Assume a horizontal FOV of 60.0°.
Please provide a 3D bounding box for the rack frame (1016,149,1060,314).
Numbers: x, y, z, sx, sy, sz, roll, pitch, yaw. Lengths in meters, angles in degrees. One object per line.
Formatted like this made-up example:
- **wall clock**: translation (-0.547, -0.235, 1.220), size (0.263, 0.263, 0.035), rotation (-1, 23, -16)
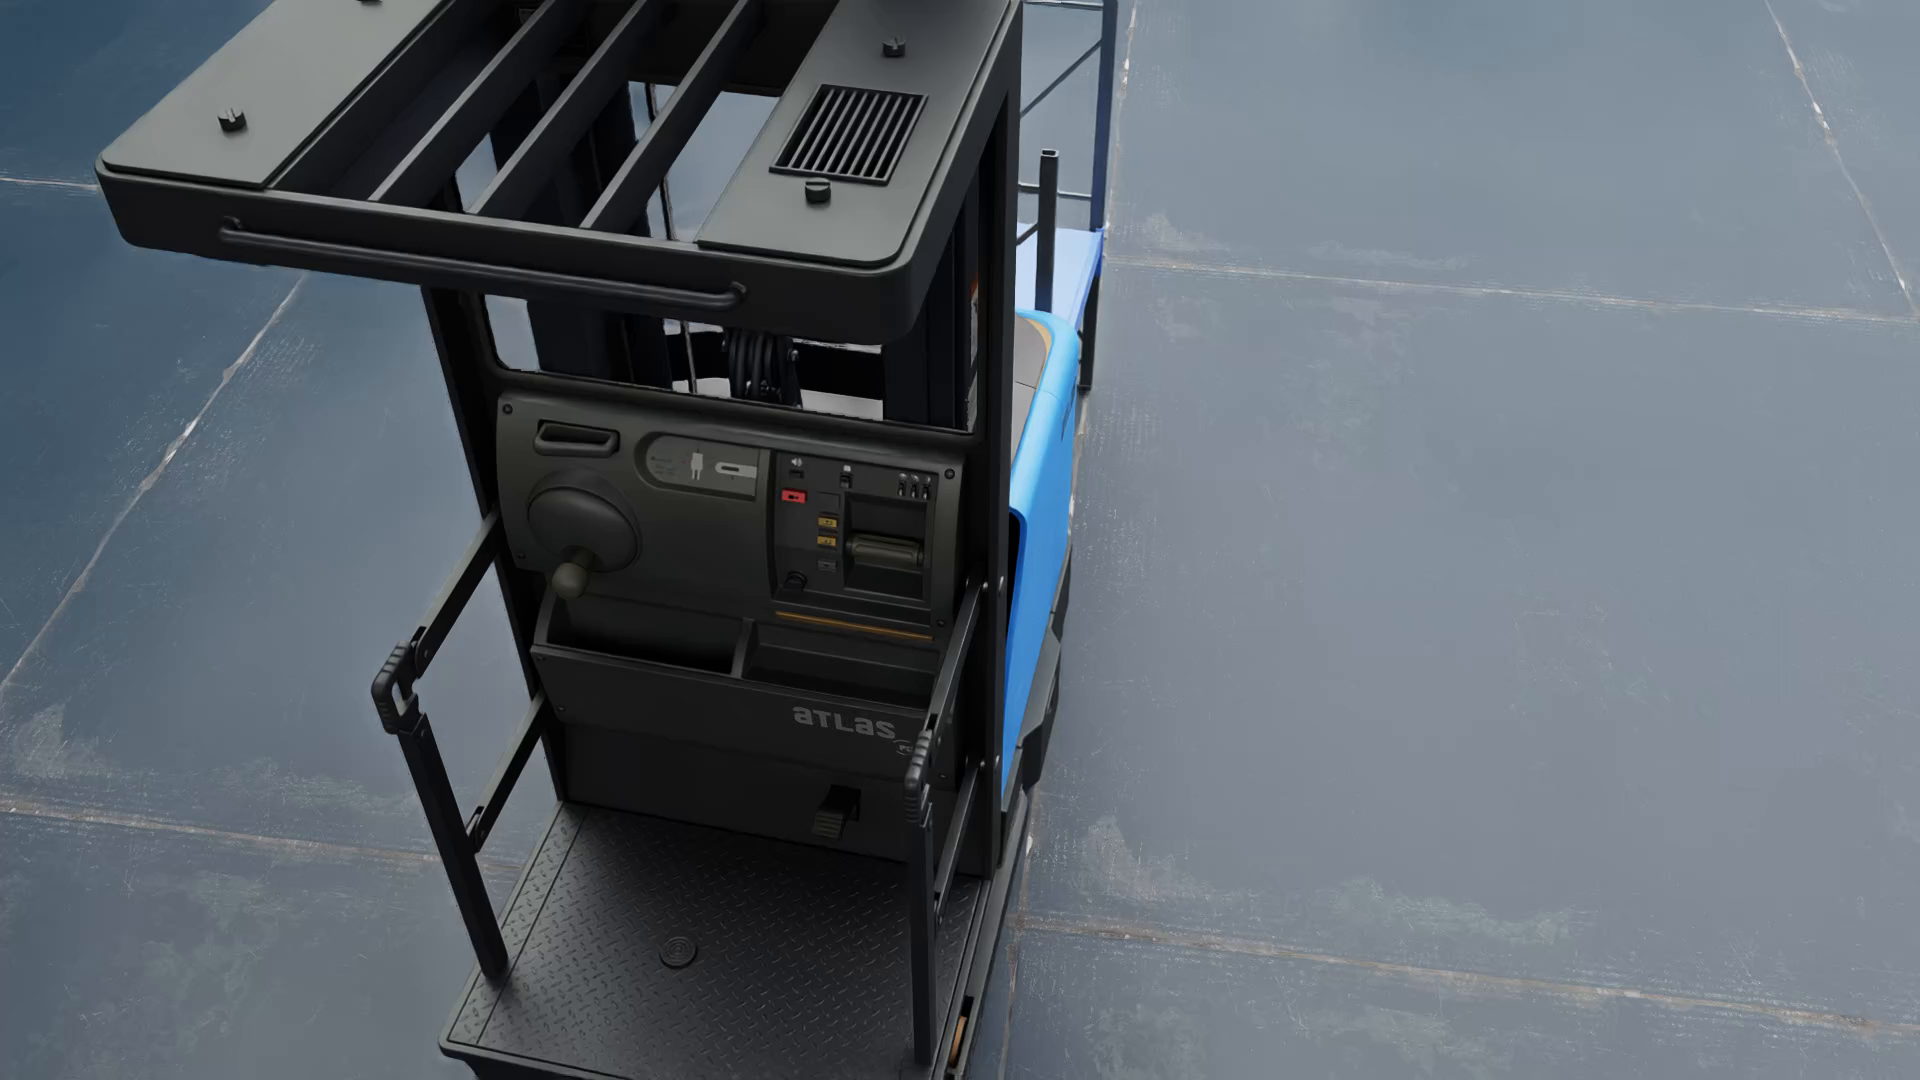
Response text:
- **rack frame**: translation (-0.003, -0.436, 4.620), size (0.500, 1.500, 0.032), rotation (9, 44, 9)

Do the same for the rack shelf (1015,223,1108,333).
- **rack shelf**: translation (0.107, -0.647, 5.104), size (0.538, 0.185, 1.000), rotation (9, 44, 9)

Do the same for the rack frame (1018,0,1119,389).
- **rack frame**: translation (0.218, -1.119, 5.341), size (0.500, 1.500, 0.032), rotation (9, 44, 9)

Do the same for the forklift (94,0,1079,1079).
- **forklift**: translation (-0.499, 0.047, 3.069), size (1.130, 2.935, 3.031), rotation (9, 44, 9)

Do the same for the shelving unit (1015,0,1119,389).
- **shelving unit**: translation (0.107, -0.778, 4.980), size (0.538, 1.500, 1.048), rotation (9, 44, 9)
